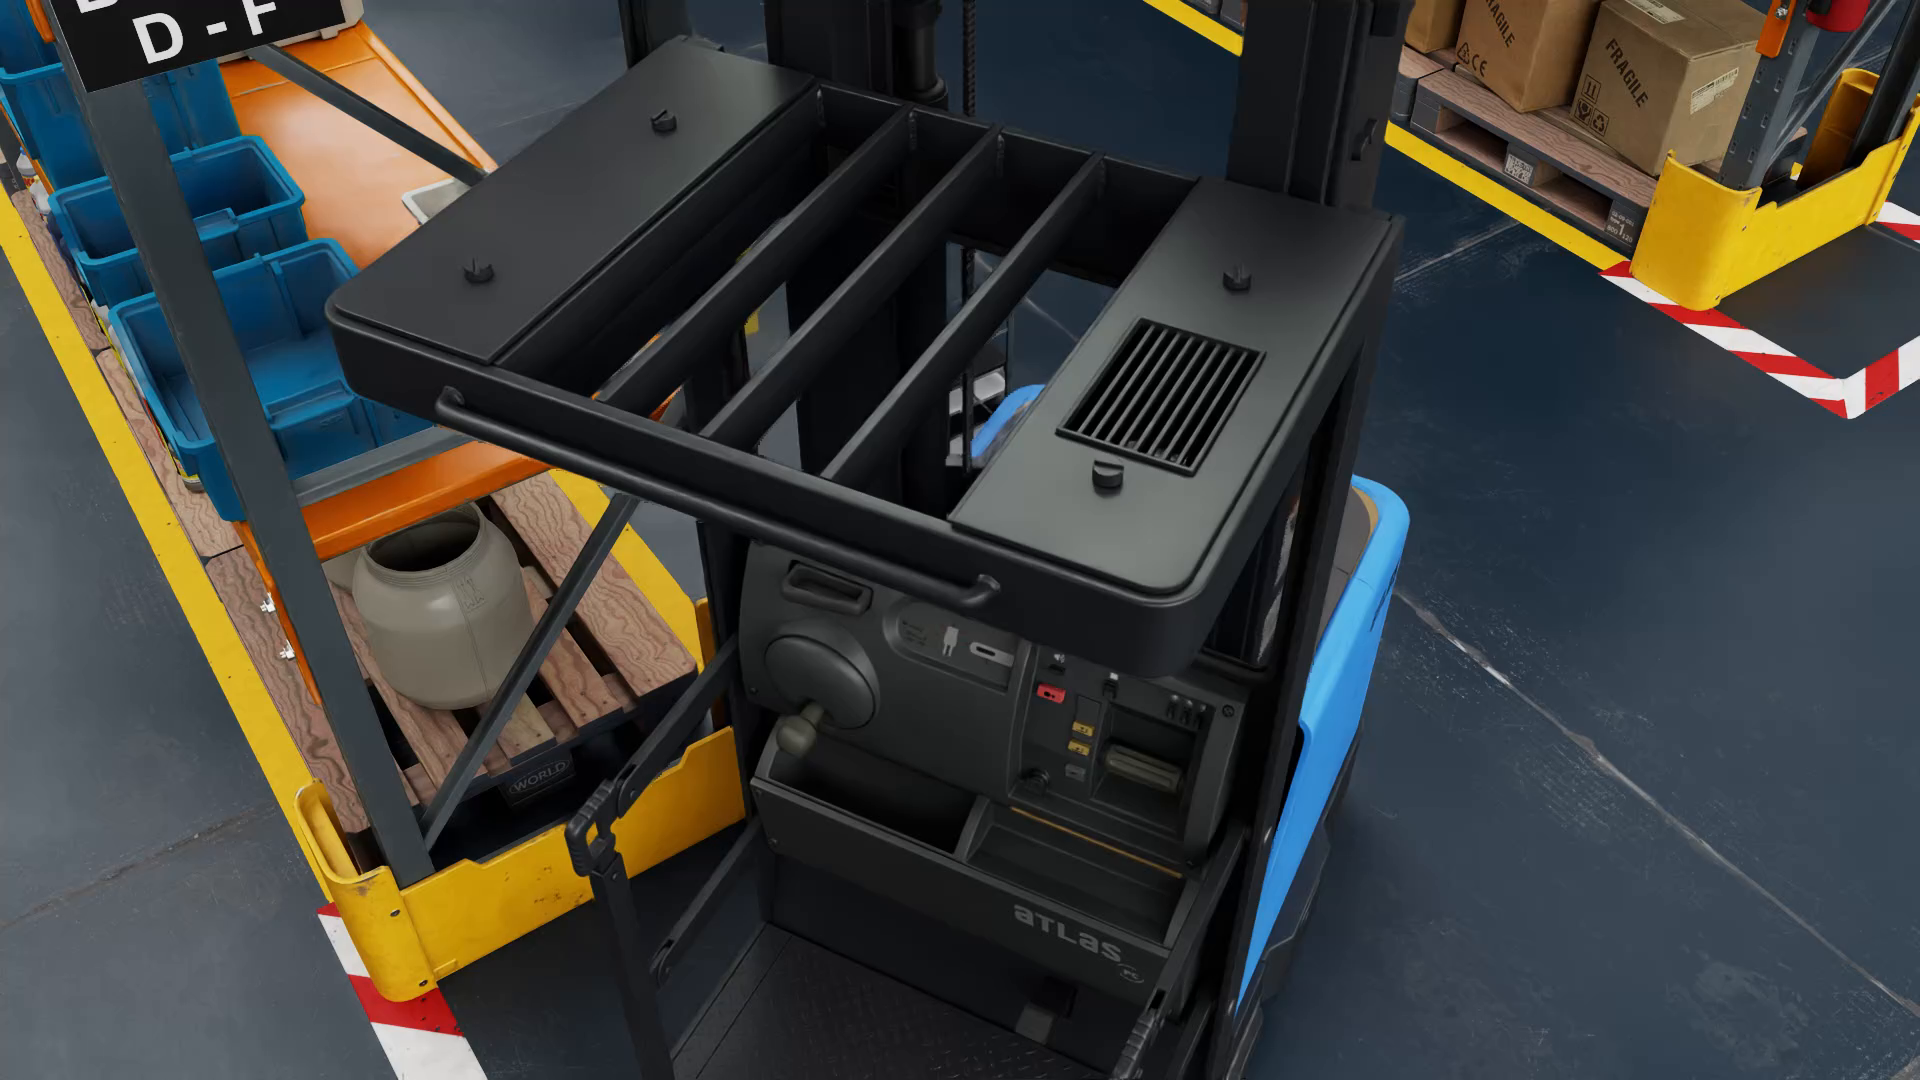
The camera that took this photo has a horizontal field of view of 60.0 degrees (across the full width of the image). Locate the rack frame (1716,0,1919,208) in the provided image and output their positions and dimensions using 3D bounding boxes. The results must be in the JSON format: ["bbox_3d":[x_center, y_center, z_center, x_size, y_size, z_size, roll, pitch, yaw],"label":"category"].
[{"bbox_3d":[3.136,-2.197,5.379,1.000,3.000,0.127,-26,49,-24],"label":"rack frame"}]

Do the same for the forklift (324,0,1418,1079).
[{"bbox_3d":[-0.065,0.363,2.748,1.130,2.935,3.031,19,47,19],"label":"forklift"}]

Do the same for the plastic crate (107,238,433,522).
[{"bbox_3d":[-1.459,-0.352,3.554,0.499,0.251,0.616,-26,49,-24],"label":"plastic crate"}]

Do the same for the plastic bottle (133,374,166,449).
[{"bbox_3d":[-2.459,-0.435,5.187,0.152,0.276,0.135,-25,49,-24],"label":"plastic bottle"}]

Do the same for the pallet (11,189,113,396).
[{"bbox_3d":[-2.865,-1.101,6.250,1.003,0.211,1.213,-26,49,-24],"label":"pallet"}]

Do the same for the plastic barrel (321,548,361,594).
[{"bbox_3d":[-1.653,-0.119,4.700,0.421,0.512,0.421,0,44,0],"label":"plastic barrel"}]

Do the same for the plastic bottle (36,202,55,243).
[{"bbox_3d":[-3.276,-1.184,6.026,0.097,0.201,0.097,0,44,0],"label":"plastic bottle"}]

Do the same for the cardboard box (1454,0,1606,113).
[{"bbox_3d":[2.422,-2.130,6.815,0.500,0.500,0.500,-14,45,-14],"label":"cardboard box"}]

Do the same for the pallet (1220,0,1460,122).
[{"bbox_3d":[1.962,-2.396,7.607,1.003,0.211,1.213,-26,49,-24],"label":"pallet"}]

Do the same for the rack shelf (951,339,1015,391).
[{"bbox_3d":[-0.005,-0.501,4.781,0.258,0.077,0.200,-26,49,-24],"label":"rack shelf"}]

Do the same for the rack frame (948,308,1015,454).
[{"bbox_3d":[0.054,-0.273,4.884,0.240,0.900,0.006,-26,49,-24],"label":"rack frame"}]

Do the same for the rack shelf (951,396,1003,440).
[{"bbox_3d":[-0.005,-0.371,4.905,0.258,0.077,0.200,-26,49,-24],"label":"rack shelf"}]

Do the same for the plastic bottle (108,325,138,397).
[{"bbox_3d":[-2.636,-0.633,5.341,0.144,0.351,0.185,-24,49,-23],"label":"plastic bottle"}]

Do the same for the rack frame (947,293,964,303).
[{"bbox_3d":[-0.063,-0.388,5.004,0.240,0.900,0.006,-26,49,-24],"label":"rack frame"}]

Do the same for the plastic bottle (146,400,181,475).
[{"bbox_3d":[-2.419,-0.343,5.086,0.061,0.283,0.133,-25,49,-24],"label":"plastic bottle"}]

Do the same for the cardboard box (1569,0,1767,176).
[{"bbox_3d":[2.792,-1.805,6.475,0.500,0.500,0.500,-17,46,-17],"label":"cardboard box"}]

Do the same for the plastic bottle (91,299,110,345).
[{"bbox_3d":[-2.843,-0.755,5.577,0.097,0.201,0.097,0,44,0],"label":"plastic bottle"}]

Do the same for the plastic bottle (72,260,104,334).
[{"bbox_3d":[-2.926,-0.845,5.611,0.061,0.283,0.133,-24,48,-23],"label":"plastic bottle"}]

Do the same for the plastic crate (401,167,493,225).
[{"bbox_3d":[-1.175,-0.779,4.085,0.298,0.136,0.250,-26,49,-24],"label":"plastic crate"}]

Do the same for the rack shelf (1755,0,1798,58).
[{"bbox_3d":[1.991,-3.070,6.814,1.077,0.370,4.000,-26,49,-24],"label":"rack shelf"}]

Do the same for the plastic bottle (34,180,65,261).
[{"bbox_3d":[-3.185,-1.154,5.941,0.152,0.276,0.135,-24,49,-23],"label":"plastic bottle"}]

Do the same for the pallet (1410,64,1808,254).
[{"bbox_3d":[2.656,-1.706,6.884,1.003,0.211,1.213,-26,49,-24],"label":"pallet"}]

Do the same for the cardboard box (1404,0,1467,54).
[{"bbox_3d":[2.079,-2.492,7.195,0.500,0.500,0.500,-21,48,-21],"label":"cardboard box"}]

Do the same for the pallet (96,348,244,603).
[{"bbox_3d":[-2.163,-0.409,5.526,1.003,0.211,1.213,-26,49,-24],"label":"pallet"}]

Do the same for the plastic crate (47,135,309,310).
[{"bbox_3d":[-1.825,-0.722,3.942,0.499,0.251,0.408,-26,49,-24],"label":"plastic crate"}]

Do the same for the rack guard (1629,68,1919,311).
[{"bbox_3d":[3.092,-1.336,6.288,1.175,0.500,0.348,-26,49,-24],"label":"rack guard"}]

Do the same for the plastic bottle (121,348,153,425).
[{"bbox_3d":[-2.538,-0.514,5.270,0.152,0.276,0.135,-27,50,-25],"label":"plastic bottle"}]

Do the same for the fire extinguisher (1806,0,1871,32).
[{"bbox_3d":[2.823,-1.922,5.147,0.296,0.674,0.183,-26,49,-24],"label":"fire extinguisher"}]

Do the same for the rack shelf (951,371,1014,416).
[{"bbox_3d":[-0.005,-0.436,4.843,0.258,0.077,0.200,-26,49,-24],"label":"rack shelf"}]

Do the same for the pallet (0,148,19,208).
[{"bbox_3d":[-3.696,-1.927,7.116,1.003,0.211,1.213,-26,49,-24],"label":"pallet"}]

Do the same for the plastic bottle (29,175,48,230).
[{"bbox_3d":[-3.334,-1.242,6.086,0.097,0.201,0.097,0,44,0],"label":"plastic bottle"}]

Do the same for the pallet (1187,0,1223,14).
[{"bbox_3d":[1.260,-3.088,8.331,1.003,0.211,1.213,-26,49,-24],"label":"pallet"}]

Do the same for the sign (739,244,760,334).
[{"bbox_3d":[-0.473,-0.556,3.459,0.100,0.325,0.005,-26,49,-24],"label":"sign"}]

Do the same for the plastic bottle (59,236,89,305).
[{"bbox_3d":[-2.986,-0.979,5.703,0.144,0.351,0.185,-28,50,-26],"label":"plastic bottle"}]

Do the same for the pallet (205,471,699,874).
[{"bbox_3d":[-1.469,0.281,4.802,1.003,0.211,1.213,-26,49,-24],"label":"pallet"}]

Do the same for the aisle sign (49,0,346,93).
[{"bbox_3d":[-1.129,-1.023,2.266,0.394,0.787,0.004,-26,49,-24],"label":"aisle sign"}]

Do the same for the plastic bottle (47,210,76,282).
[{"bbox_3d":[-3.094,-1.086,5.815,0.144,0.351,0.185,-24,49,-23],"label":"plastic bottle"}]

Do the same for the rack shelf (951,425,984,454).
[{"bbox_3d":[-0.005,-0.306,4.967,0.258,0.077,0.200,-26,49,-24],"label":"rack shelf"}]

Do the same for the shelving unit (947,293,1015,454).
[{"bbox_3d":[-0.005,-0.330,4.944,0.258,0.900,0.210,-26,49,-24],"label":"shelving unit"}]

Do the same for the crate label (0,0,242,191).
[{"bbox_3d":[-2.202,-1.189,4.298,0.502,0.435,0.616,-26,49,-24],"label":"crate label"}]

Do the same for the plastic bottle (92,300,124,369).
[{"bbox_3d":[-2.743,-0.738,5.451,0.144,0.351,0.185,-26,49,-25],"label":"plastic bottle"}]

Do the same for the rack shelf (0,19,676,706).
[{"bbox_3d":[-2.071,-1.113,4.765,1.077,0.370,4.000,-26,49,-24],"label":"rack shelf"}]

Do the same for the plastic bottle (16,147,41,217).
[{"bbox_3d":[-3.392,-1.325,6.123,0.097,0.271,0.097,0,44,0],"label":"plastic bottle"}]

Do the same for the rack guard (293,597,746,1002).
[{"bbox_3d":[-1.009,0.639,4.219,1.175,0.500,0.348,-26,49,-24],"label":"rack guard"}]

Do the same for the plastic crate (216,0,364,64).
[{"bbox_3d":[-2.079,-1.591,4.935,0.530,0.136,0.437,-26,49,-24],"label":"plastic crate"}]

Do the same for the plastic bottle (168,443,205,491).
[{"bbox_3d":[-2.337,-0.255,5.052,0.097,0.201,0.097,0,44,0],"label":"plastic bottle"}]

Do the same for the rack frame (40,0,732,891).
[{"bbox_3d":[-0.927,-0.241,3.330,1.000,3.000,0.127,-26,49,-24],"label":"rack frame"}]

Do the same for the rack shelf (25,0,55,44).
[{"bbox_3d":[-2.071,-2.198,3.729,1.077,0.370,4.000,-26,49,-24],"label":"rack shelf"}]

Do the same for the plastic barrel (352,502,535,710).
[{"bbox_3d":[-1.366,0.165,4.403,0.421,0.512,0.421,0,44,0],"label":"plastic barrel"}]

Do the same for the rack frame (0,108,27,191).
[{"bbox_3d":[-3.215,-2.506,5.703,1.000,3.000,0.127,-26,49,-24],"label":"rack frame"}]
